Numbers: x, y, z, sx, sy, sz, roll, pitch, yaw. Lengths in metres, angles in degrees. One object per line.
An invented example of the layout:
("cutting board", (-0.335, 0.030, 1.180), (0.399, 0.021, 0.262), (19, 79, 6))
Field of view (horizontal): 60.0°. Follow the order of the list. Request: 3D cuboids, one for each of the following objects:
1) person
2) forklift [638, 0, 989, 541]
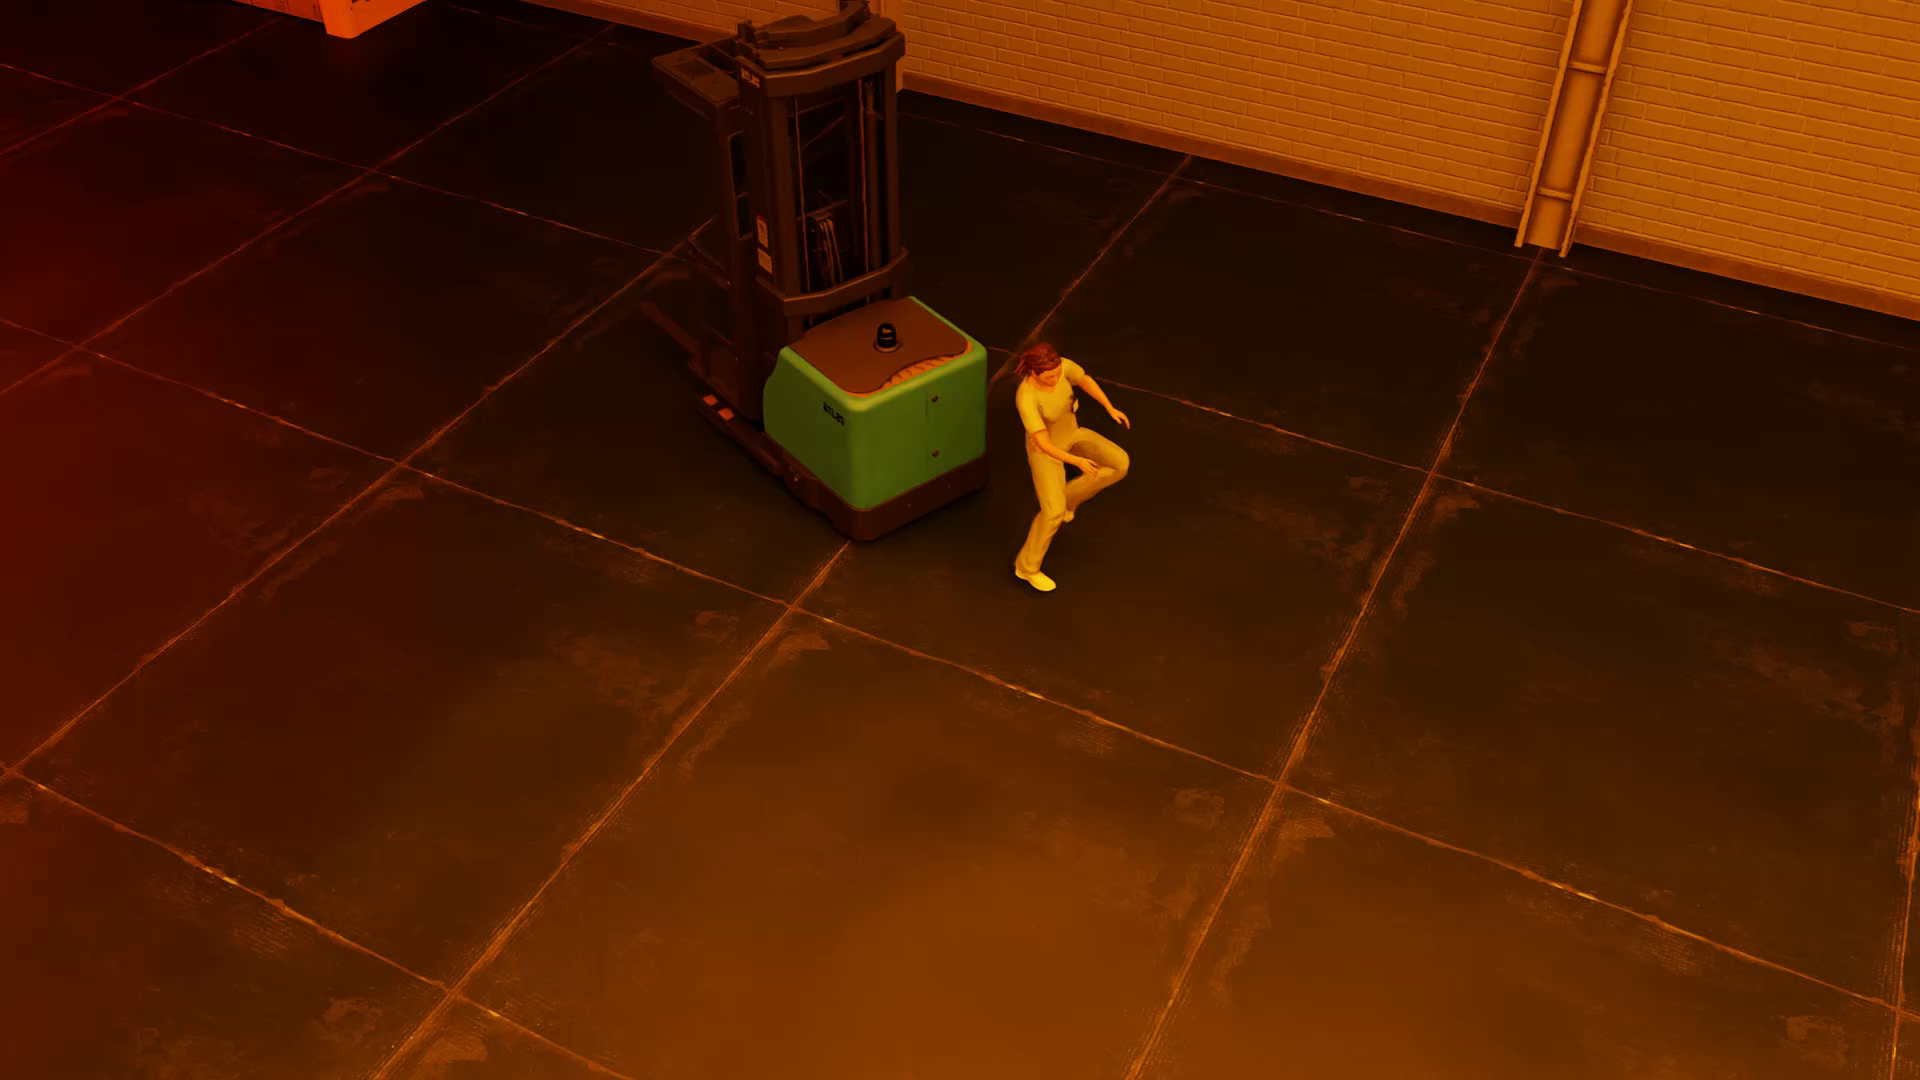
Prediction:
("person", (0.643, -0.489, 9.703), (0.758, 1.464, 0.802), (32, 50, 32))
("forklift", (-1.119, -2.009, 10.371), (1.130, 2.935, 3.031), (-27, 47, -28))
